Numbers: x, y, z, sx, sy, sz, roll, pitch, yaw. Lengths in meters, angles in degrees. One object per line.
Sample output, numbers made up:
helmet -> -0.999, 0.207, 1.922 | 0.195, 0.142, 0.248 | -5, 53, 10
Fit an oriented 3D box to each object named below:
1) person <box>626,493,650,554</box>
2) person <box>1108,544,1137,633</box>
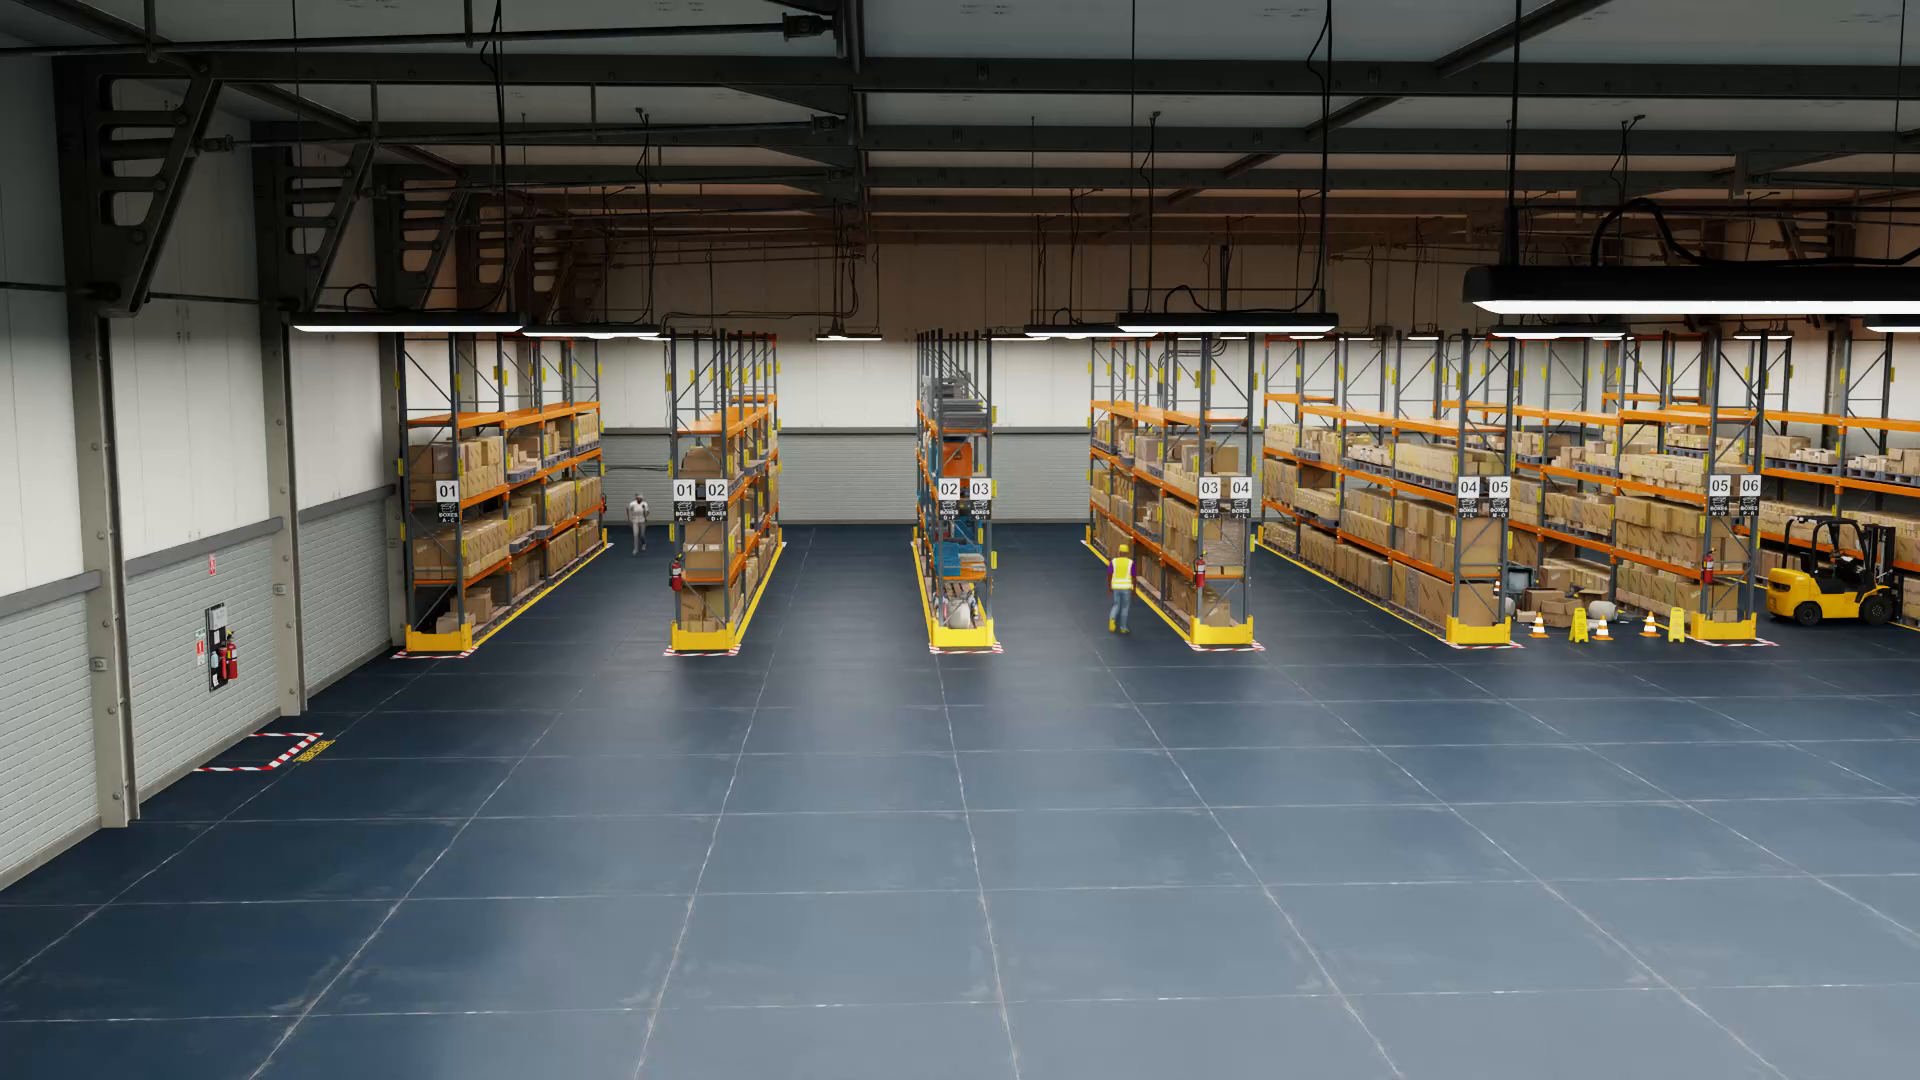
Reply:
person -> -8.816, -0.482, 45.454 | 0.627, 1.632, 1.006 | 0, 7, -1
person -> 3.198, 0.970, 32.845 | 0.565, 1.758, 0.603 | 4, 8, 31
